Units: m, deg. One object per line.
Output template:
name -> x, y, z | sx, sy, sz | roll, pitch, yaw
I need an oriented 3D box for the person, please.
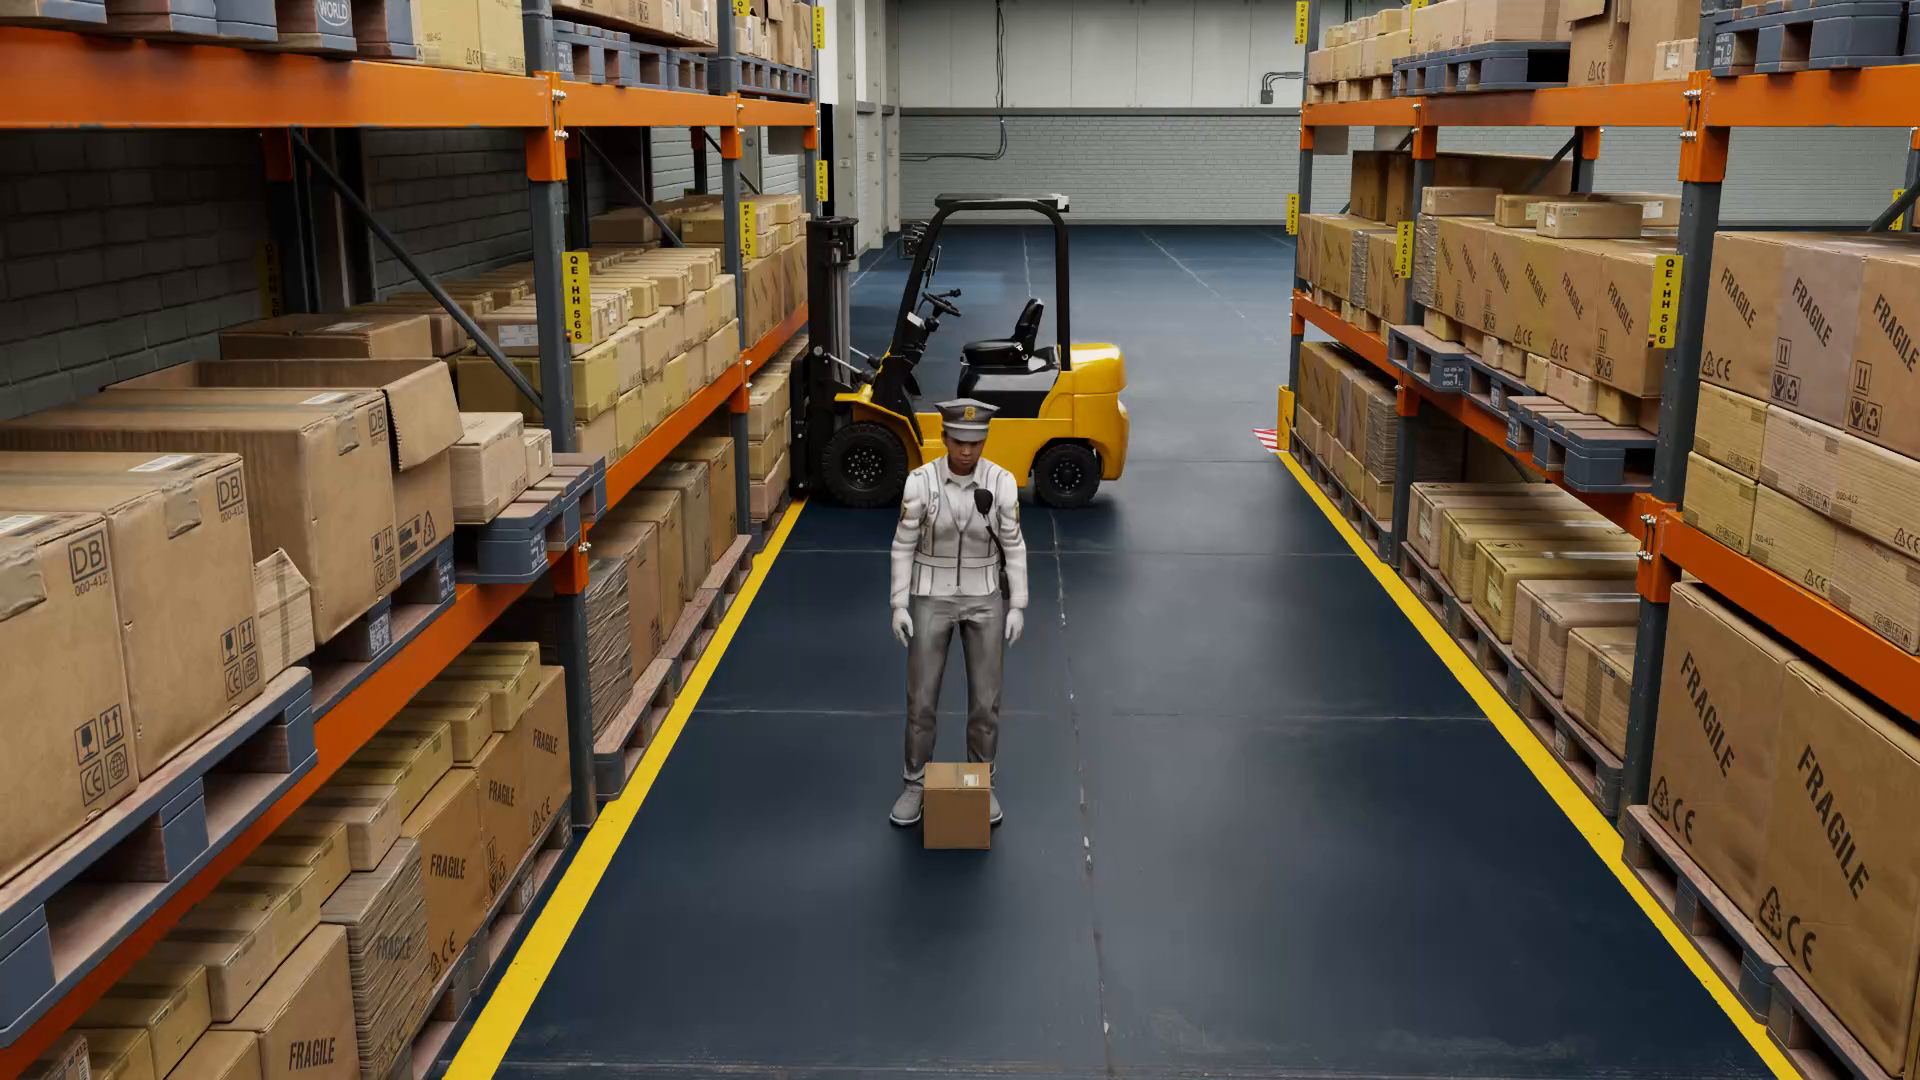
person -> -0.007, 0.270, 6.413 | 0.542, 1.662, 0.375 | 0, 14, -2
